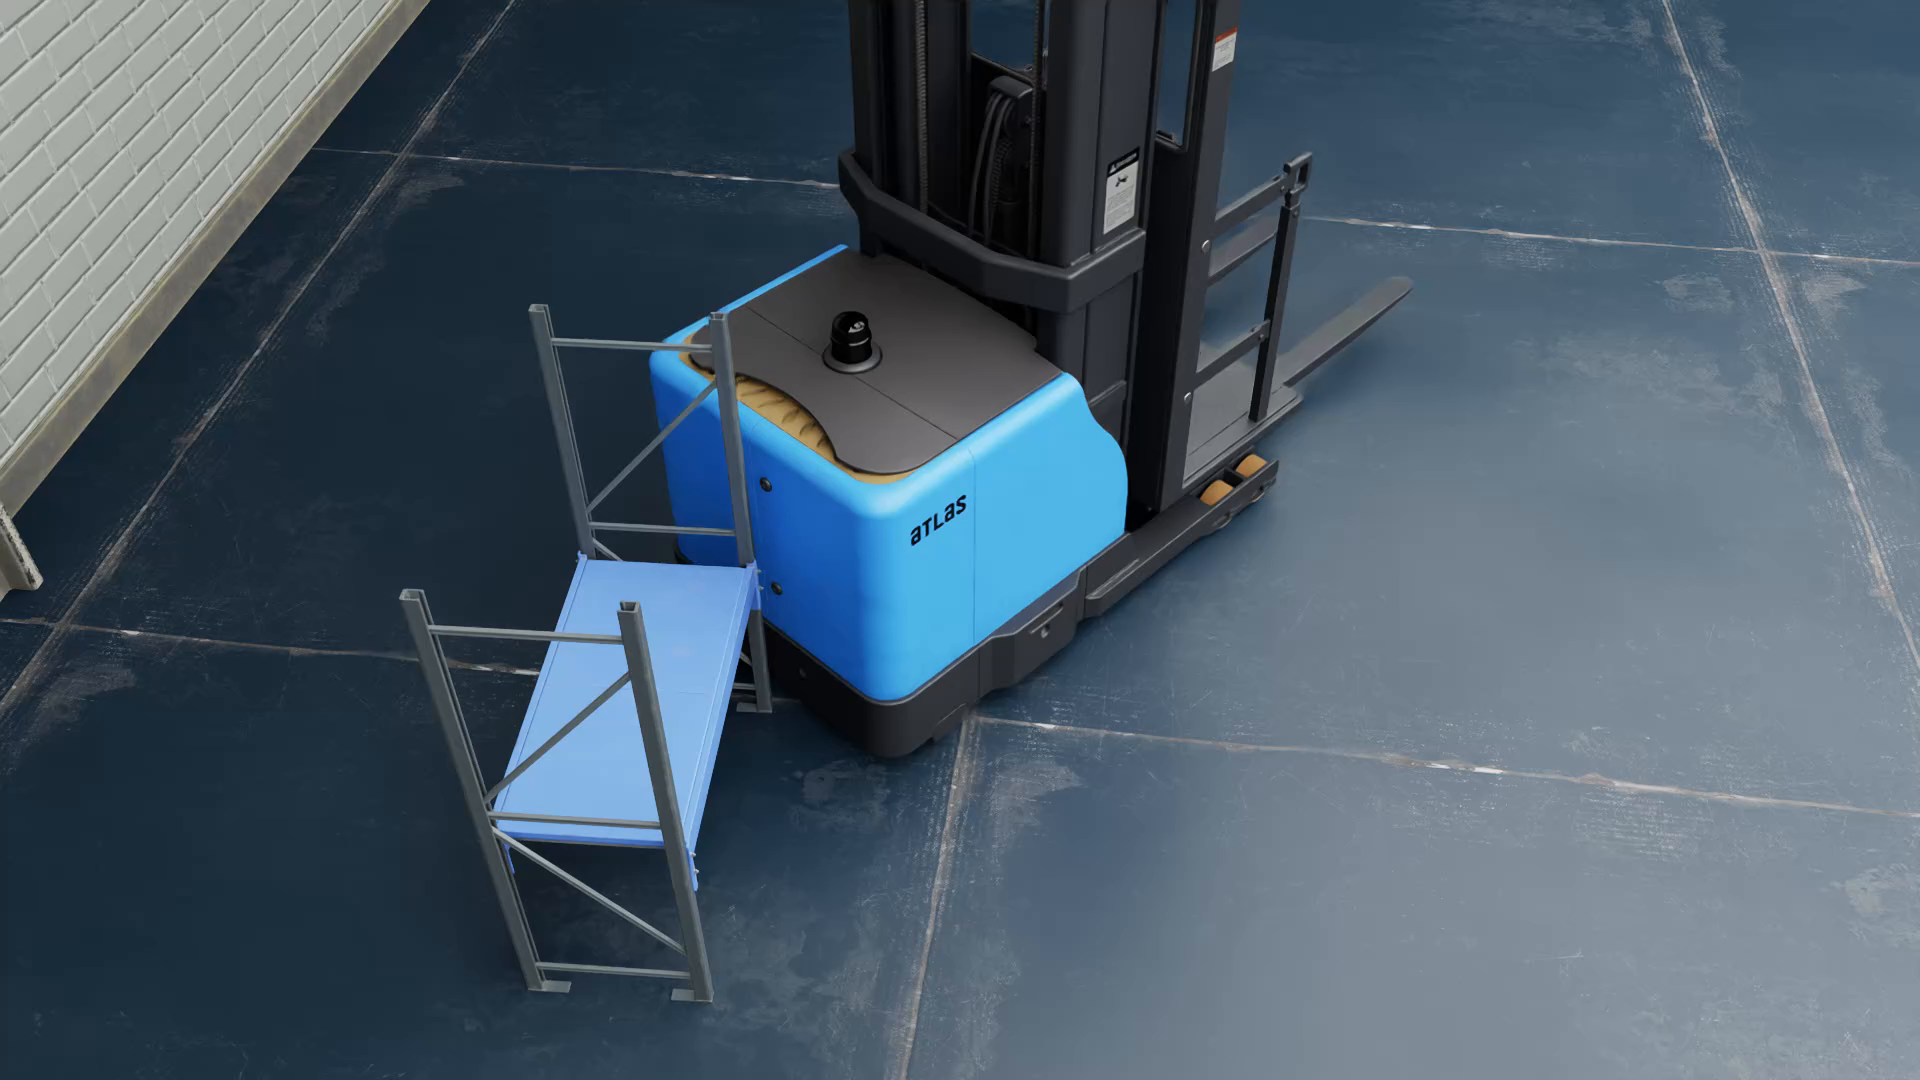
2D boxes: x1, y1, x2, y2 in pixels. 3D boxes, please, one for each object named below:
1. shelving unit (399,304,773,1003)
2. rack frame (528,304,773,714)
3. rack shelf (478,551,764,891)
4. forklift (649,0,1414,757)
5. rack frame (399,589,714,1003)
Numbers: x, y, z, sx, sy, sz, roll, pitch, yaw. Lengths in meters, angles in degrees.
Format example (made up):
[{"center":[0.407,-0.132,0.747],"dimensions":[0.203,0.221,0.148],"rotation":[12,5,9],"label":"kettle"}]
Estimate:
[{"center":[-0.873,0.321,4.320],"dimensions":[0.538,1.500,1.048],"rotation":[3,44,3],"label":"shelving unit"},{"center":[-0.834,-0.027,4.688],"dimensions":[0.500,1.500,0.032],"rotation":[3,44,3],"label":"rack frame"},{"center":[-0.873,0.452,4.444],"dimensions":[0.538,0.185,1.000],"rotation":[3,44,3],"label":"rack shelf"},{"center":[0.477,-1.328,5.021],"dimensions":[1.130,2.935,3.031],"rotation":[34,53,31],"label":"forklift"},{"center":[-0.911,0.670,3.952],"dimensions":[0.500,1.500,0.032],"rotation":[3,44,3],"label":"rack frame"}]
